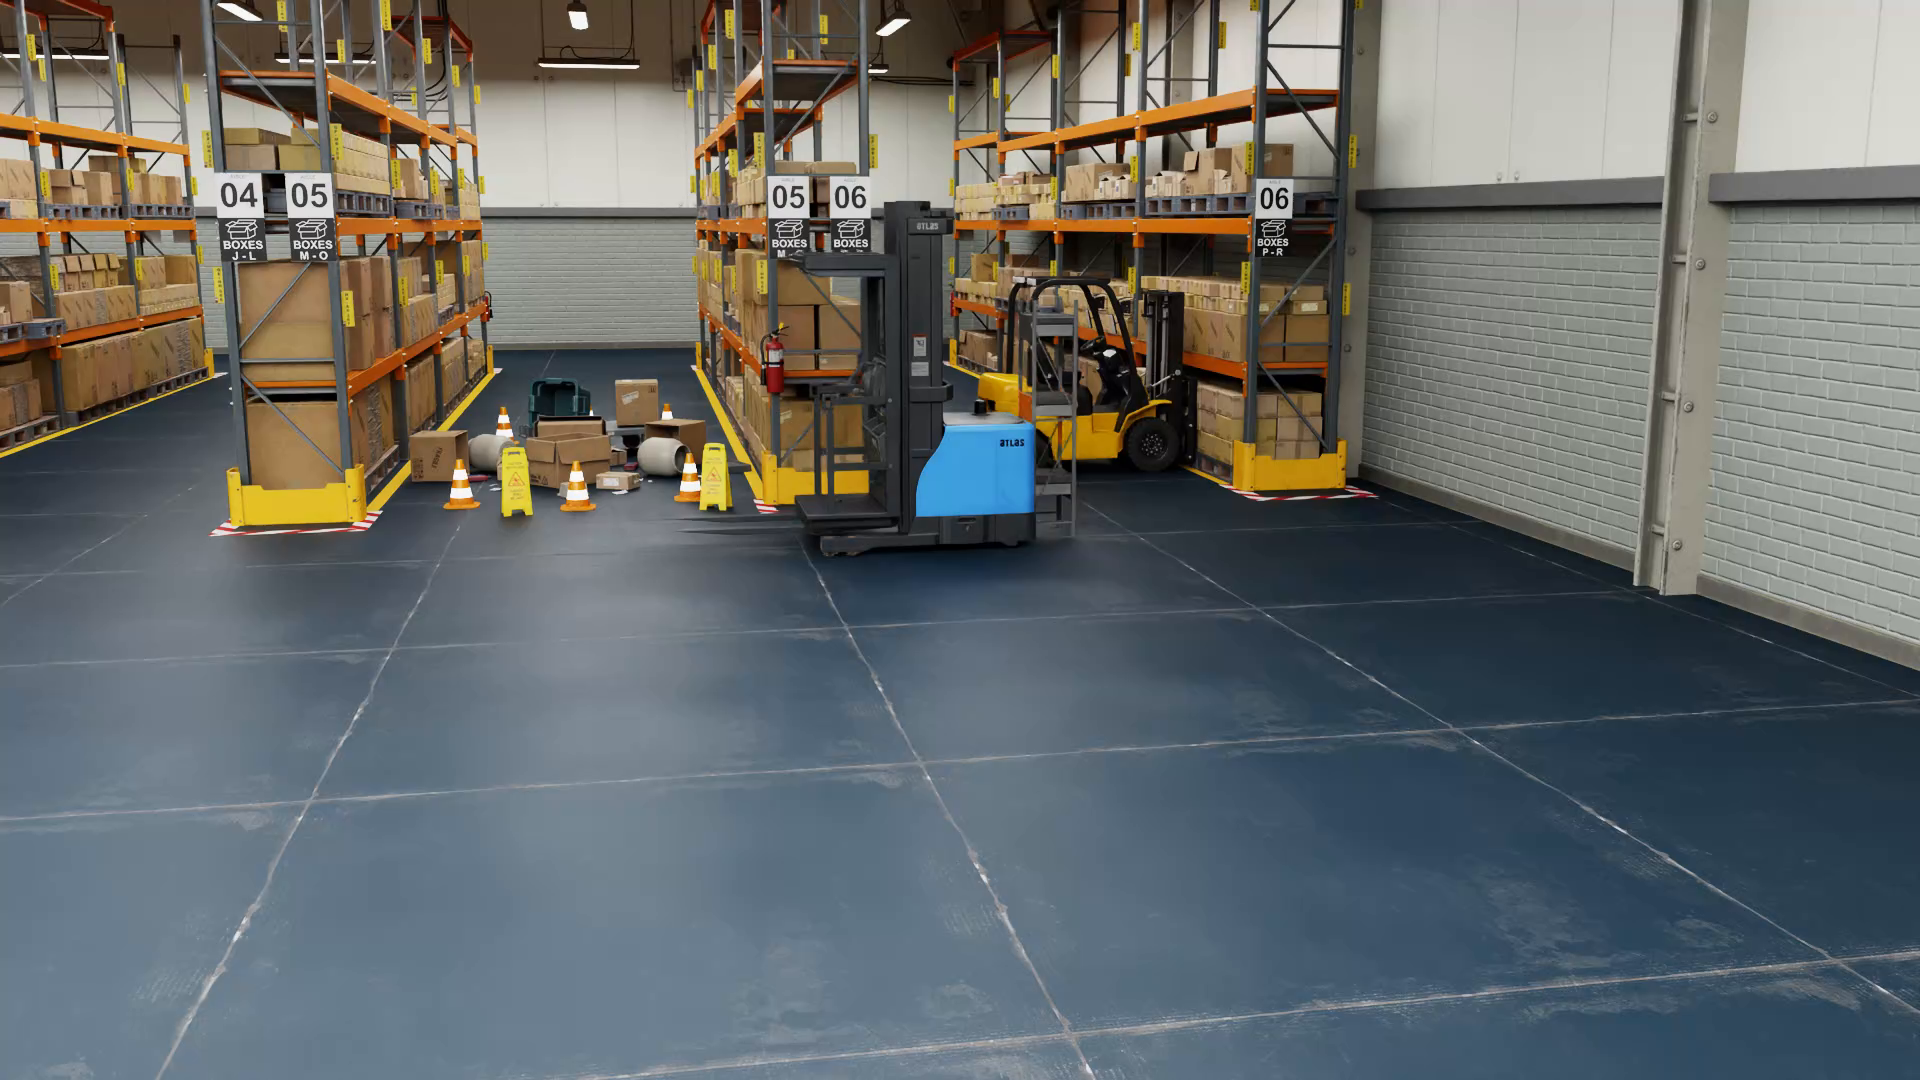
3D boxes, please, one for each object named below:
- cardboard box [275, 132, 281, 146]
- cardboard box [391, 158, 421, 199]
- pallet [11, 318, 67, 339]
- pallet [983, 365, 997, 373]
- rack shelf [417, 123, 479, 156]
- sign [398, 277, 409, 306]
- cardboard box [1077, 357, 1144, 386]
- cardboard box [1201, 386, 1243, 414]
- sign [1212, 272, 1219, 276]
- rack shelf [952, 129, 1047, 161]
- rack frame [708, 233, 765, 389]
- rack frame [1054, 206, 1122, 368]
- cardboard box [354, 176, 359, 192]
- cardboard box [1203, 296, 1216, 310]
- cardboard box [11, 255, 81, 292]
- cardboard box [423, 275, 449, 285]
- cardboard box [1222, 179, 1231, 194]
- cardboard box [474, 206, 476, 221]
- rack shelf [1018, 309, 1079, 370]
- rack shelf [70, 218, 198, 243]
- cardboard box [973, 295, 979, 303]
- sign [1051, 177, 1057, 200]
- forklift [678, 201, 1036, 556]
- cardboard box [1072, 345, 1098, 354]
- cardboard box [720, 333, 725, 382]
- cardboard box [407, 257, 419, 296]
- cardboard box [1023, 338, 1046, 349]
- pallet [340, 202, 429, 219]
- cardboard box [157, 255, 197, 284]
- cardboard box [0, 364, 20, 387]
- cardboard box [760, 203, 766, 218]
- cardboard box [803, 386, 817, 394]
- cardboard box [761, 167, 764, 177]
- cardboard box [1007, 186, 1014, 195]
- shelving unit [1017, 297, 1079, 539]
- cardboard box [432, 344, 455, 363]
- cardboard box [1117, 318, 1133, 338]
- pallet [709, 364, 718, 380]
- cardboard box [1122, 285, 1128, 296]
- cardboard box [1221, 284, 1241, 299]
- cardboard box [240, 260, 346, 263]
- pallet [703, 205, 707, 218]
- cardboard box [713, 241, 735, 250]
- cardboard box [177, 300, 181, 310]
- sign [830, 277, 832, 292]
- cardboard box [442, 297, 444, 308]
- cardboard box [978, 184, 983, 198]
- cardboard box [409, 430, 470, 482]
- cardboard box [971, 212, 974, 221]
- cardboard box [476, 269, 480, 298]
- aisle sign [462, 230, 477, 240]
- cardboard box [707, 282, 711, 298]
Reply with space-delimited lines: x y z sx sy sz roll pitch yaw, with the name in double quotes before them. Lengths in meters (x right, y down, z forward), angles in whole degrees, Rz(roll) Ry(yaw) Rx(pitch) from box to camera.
"cardboard box" -6.764 -3.847 16.010 0.380 0.149 0.250 -2 11 -10
"cardboard box" -7.160 -4.596 21.142 0.500 0.500 0.500 -2 11 -11
"pallet" -12.414 -2.744 21.603 1.213 0.211 1.003 -2 11 -11
"pallet" 1.021 -2.996 29.874 1.003 0.211 1.213 -2 11 -11
"rack shelf" -8.939 -6.819 28.390 1.077 0.370 4.000 -2 11 -11
"sign" -6.450 -2.878 19.267 0.100 0.325 0.005 -2 11 -11
"cardboard box" 2.174 -2.312 24.048 0.875 0.625 0.625 -2 11 -9
"cardboard box" 2.987 -1.553 18.388 0.500 0.250 0.500 -2 11 -10
"sign" 3.254 -3.258 21.262 0.100 0.325 0.005 -2 11 -11
"rack shelf" 0.765 -7.199 30.385 1.077 0.370 4.000 -2 11 -11
"rack frame" -3.714 -4.059 28.000 1.000 3.000 0.127 -2 11 -11
"rack frame" 1.932 -3.507 25.097 1.000 3.000 0.127 -2 11 -11
"cardboard box" -6.165 -3.525 16.452 0.380 0.149 0.250 -2 11 -11
"cardboard box" 2.941 -2.649 18.590 0.380 0.149 0.250 -2 11 -13
"cardboard box" -12.908 -3.761 23.485 0.797 0.503 0.637 -2 11 -10
"cardboard box" -8.128 -4.024 25.774 0.380 0.149 0.250 -2 11 -11
"cardboard box" 3.029 -3.786 17.823 0.380 0.149 0.250 -2 11 -13
"cardboard box" -8.791 -5.735 29.186 0.500 0.250 0.500 -2 11 -9
"rack shelf" 0.776 -1.767 14.692 0.431 0.518 0.480 -2 11 -12
"rack shelf" -13.824 -5.186 27.820 1.077 0.370 4.000 -2 11 -11
"cardboard box" 0.444 -4.494 30.960 0.380 0.149 0.250 -2 11 -10
"sign" 1.399 -5.215 24.667 0.100 0.325 0.005 -2 11 -11
"forklift" -0.915 -1.409 14.260 3.031 2.935 1.130 -2 11 -11
"cardboard box" 1.984 -3.003 26.278 0.380 0.149 0.250 -2 11 -10
"cardboard box" -3.515 -3.111 27.577 0.875 0.875 0.875 -2 11 -9
"cardboard box" -7.595 -3.492 22.078 0.700 0.500 0.500 -2 11 -12
"cardboard box" 1.232 -3.270 27.682 0.380 0.149 0.250 -2 11 -11
"pallet" -7.375 -4.186 21.152 1.003 0.211 1.213 -2 11 -8
"cardboard box" -13.861 -4.793 29.457 0.500 0.500 0.500 -2 11 -10
"cardboard box" -12.384 -2.103 21.225 0.500 0.250 0.500 -1 11 -5
"cardboard box" -1.805 -3.308 16.703 0.380 0.149 0.250 -2 11 -11
"cardboard box" -1.467 -1.432 18.425 0.500 0.500 0.500 -2 11 -10
"cardboard box" -1.816 -3.746 16.872 0.380 0.149 0.250 -2 11 -12
"cardboard box" 0.987 -5.780 27.507 0.380 0.149 0.250 -2 11 -12
"shelving unit" 0.776 -1.092 14.820 0.431 2.100 0.503 -2 11 -12
"cardboard box" -7.851 -2.793 24.905 0.500 0.250 0.500 -2 11 -11
"cardboard box" 2.355 -2.782 21.692 0.500 0.250 0.500 -2 11 -10
"pallet" -4.026 -3.056 30.186 1.003 0.211 1.213 -2 11 -11
"cardboard box" 2.362 -3.289 21.950 0.380 0.149 0.250 -2 11 -11
"cardboard box" 3.055 -2.702 18.074 0.380 0.149 0.250 -2 11 -10
"cardboard box" -6.448 -2.431 16.155 0.875 0.550 0.550 -2 11 -11
"pallet" -3.863 -5.639 28.518 1.003 0.211 1.213 -2 11 -11
"cardboard box" -4.031 -5.015 28.347 0.380 0.149 0.250 -2 11 -10
"cardboard box" -13.570 -4.021 28.470 0.380 0.149 0.250 -2 11 -11
"sign" -3.079 -5.885 37.847 0.329 0.494 0.001 -2 11 -11
"cardboard box" -7.921 -3.542 24.833 0.380 0.149 0.250 -2 11 -10
"cardboard box" 0.622 -6.302 30.028 0.500 0.250 0.500 -2 11 -10
"cardboard box" -5.686 -0.919 18.181 0.500 0.500 0.500 0 11 -1
"cardboard box" 0.413 -5.972 30.702 0.380 0.149 0.250 -2 11 -11
"cardboard box" -8.785 -4.529 29.406 0.500 0.500 0.500 -2 11 -11
"aisle sign" -9.048 -5.895 30.695 0.394 0.787 0.004 -2 11 -11
"cardboard box" -3.906 -4.140 27.489 0.500 0.250 0.500 -2 11 -13
